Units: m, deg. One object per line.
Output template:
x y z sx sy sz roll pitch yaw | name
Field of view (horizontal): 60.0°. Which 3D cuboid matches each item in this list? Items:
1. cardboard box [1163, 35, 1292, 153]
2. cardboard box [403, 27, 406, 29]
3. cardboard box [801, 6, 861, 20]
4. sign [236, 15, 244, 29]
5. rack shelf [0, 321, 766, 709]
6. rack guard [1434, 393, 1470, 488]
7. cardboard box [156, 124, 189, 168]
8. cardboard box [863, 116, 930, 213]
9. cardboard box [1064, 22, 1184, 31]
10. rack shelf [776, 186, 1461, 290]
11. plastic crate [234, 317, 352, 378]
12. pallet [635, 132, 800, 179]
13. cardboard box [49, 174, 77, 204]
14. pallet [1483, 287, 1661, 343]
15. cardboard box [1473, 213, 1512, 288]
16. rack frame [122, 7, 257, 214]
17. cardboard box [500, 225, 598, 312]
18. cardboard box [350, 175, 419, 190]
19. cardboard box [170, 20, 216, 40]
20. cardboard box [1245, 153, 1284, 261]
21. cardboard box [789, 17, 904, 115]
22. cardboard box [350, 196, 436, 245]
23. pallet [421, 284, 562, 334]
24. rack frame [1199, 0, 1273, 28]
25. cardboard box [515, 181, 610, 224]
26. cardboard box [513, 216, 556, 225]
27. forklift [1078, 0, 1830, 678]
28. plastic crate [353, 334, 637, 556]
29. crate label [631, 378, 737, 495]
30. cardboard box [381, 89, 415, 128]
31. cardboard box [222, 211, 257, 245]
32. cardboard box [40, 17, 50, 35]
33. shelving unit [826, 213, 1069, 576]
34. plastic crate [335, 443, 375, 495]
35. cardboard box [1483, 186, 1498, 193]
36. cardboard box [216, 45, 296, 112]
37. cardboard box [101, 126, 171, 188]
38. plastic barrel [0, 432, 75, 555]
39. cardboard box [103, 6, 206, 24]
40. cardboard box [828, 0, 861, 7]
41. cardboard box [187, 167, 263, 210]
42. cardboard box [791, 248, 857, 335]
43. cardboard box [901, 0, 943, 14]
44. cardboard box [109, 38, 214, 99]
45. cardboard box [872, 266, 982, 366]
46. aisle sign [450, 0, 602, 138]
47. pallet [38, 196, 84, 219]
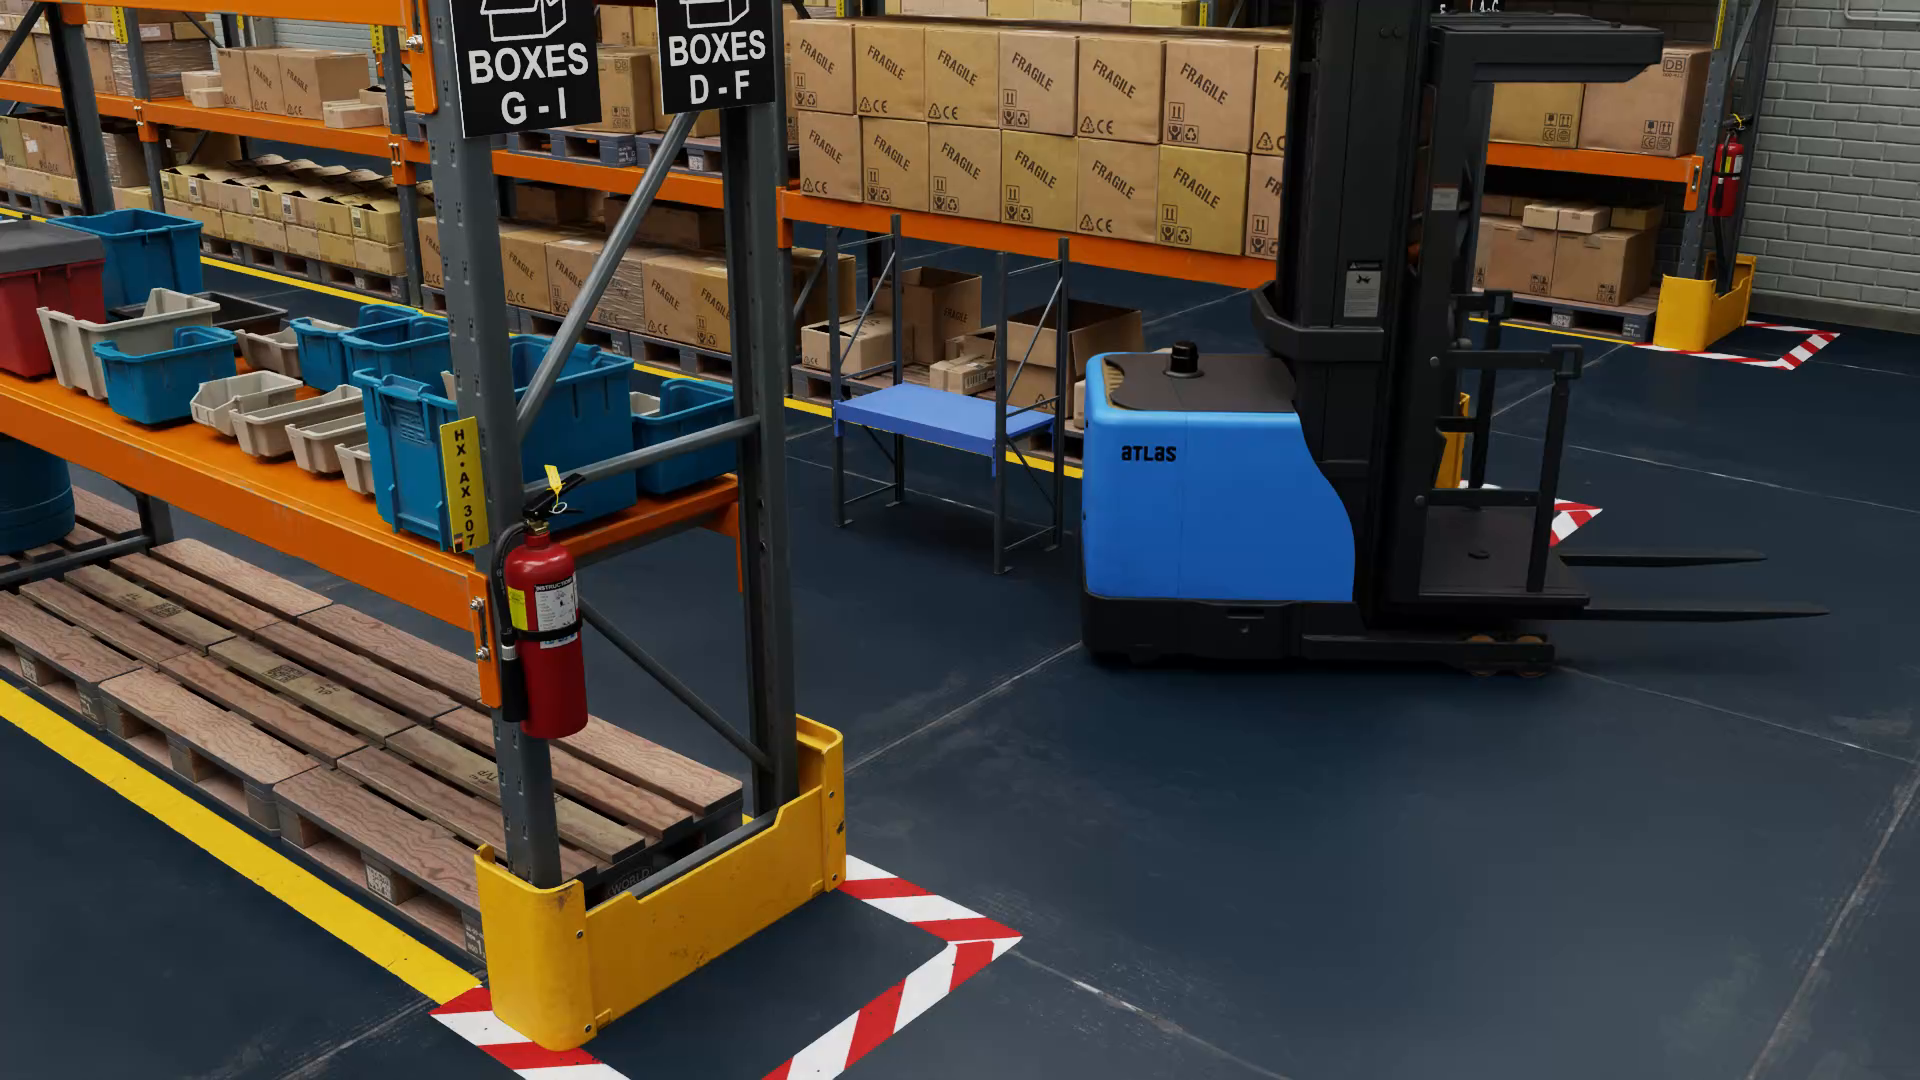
1.359 -2.214 8.230 0.500 0.500 0.500 17 26 38 | cardboard box
-6.441 -6.476 20.211 0.500 0.500 0.500 16 26 36 | cardboard box
-1.170 -5.057 16.563 0.500 0.500 0.700 13 24 30 | cardboard box
-6.692 -4.895 15.370 0.005 0.325 0.100 16 26 36 | sign
-2.415 -0.319 5.783 4.000 0.370 1.077 16 26 36 | rack shelf
2.210 -0.410 8.548 0.348 0.500 1.175 16 26 36 | rack guard
-7.581 -3.799 16.231 0.500 0.500 0.500 16 26 36 | cardboard box
-0.208 -2.201 9.611 0.500 0.500 0.500 17 26 37 | cardboard box
0.904 -2.589 9.224 0.500 0.500 0.500 16 26 36 | cardboard box
0.720 -1.673 9.372 4.000 0.370 1.077 16 26 36 | rack shelf
-2.425 -0.700 6.063 0.466 0.136 0.293 16 26 36 | plastic crate
-1.380 -2.574 11.014 1.213 0.211 1.003 16 26 36 | pallet
-8.691 -3.527 16.571 0.500 0.250 0.500 16 26 36 | cardboard box
4.730 -1.770 12.563 1.213 0.211 1.003 16 26 36 | pallet
4.015 -2.297 12.956 0.500 0.500 0.700 15 25 35 | cardboard box
-7.028 -4.240 15.161 0.127 3.000 1.000 16 26 36 | rack frame
-2.962 -1.976 12.075 0.500 0.500 0.500 16 26 36 | cardboard box
-4.955 -2.947 14.237 0.500 0.311 0.500 15 25 35 | cardboard box
-7.113 -4.703 15.328 0.250 0.149 0.380 16 26 36 | cardboard box
1.750 -1.635 8.112 0.500 0.500 0.500 17 27 38 | cardboard box
-0.643 -2.788 9.751 0.500 0.500 0.500 17 26 38 | cardboard box
-4.490 -2.570 13.238 0.500 0.311 0.500 17 26 38 | cardboard box
-3.374 -1.866 12.817 1.213 0.211 1.003 16 26 36 | pallet
2.300 -3.810 14.021 0.127 3.000 1.000 16 26 36 | rack frame
-3.009 -2.579 12.612 0.500 0.250 0.500 17 27 38 | cardboard box
-3.056 -2.240 12.775 0.500 0.500 0.500 17 27 38 | cardboard box
2.038 -1.008 6.688 3.031 2.935 1.130 1 21 2 | forklift
-1.243 -0.278 4.519 0.499 0.435 0.616 16 26 36 | plastic crate
-0.849 -0.305 4.877 0.303 0.233 0.416 16 26 36 | crate label
-4.183 -3.399 13.057 0.500 0.311 0.500 18 27 40 | cardboard box
-6.073 -2.763 14.546 0.500 0.250 0.500 15 25 35 | cardboard box
-8.564 -4.935 15.942 0.250 0.149 0.380 17 27 38 | cardboard box
-0.066 -0.721 7.954 1.048 1.500 0.538 16 26 36 | shelving unit
-1.612 -0.247 4.860 0.243 0.136 0.396 16 26 36 | plastic crate
4.033 -2.686 13.069 0.250 0.149 0.380 16 26 37 | cardboard box
-6.035 -3.994 14.366 0.500 0.500 0.500 18 27 40 | cardboard box
-7.905 -3.659 15.860 0.500 0.500 0.500 16 26 36 | cardboard box
-4.375 -0.443 7.470 0.708 0.901 0.600 16 26 36 | plastic barrel
-7.375 -4.991 15.172 0.500 0.500 0.700 16 26 37 | cardboard box
-1.086 -5.328 16.360 0.250 0.149 0.380 12 24 29 | cardboard box
-6.480 -3.139 14.748 0.500 0.311 0.500 16 26 36 | cardboard box
-1.050 -1.666 11.254 0.500 0.500 0.500 15 25 34 | cardboard box
-0.194 -4.957 15.409 0.500 0.250 0.500 16 26 36 | cardboard box
-7.375 -4.384 15.401 0.500 0.500 0.700 15 25 35 | cardboard box
-0.209 -1.442 10.660 0.500 0.500 0.500 16 26 36 | cardboard box
-0.995 -1.330 3.759 0.004 0.787 0.394 16 26 36 | aisle sign
-8.567 -3.396 16.875 1.213 0.211 1.003 16 26 36 | pallet
